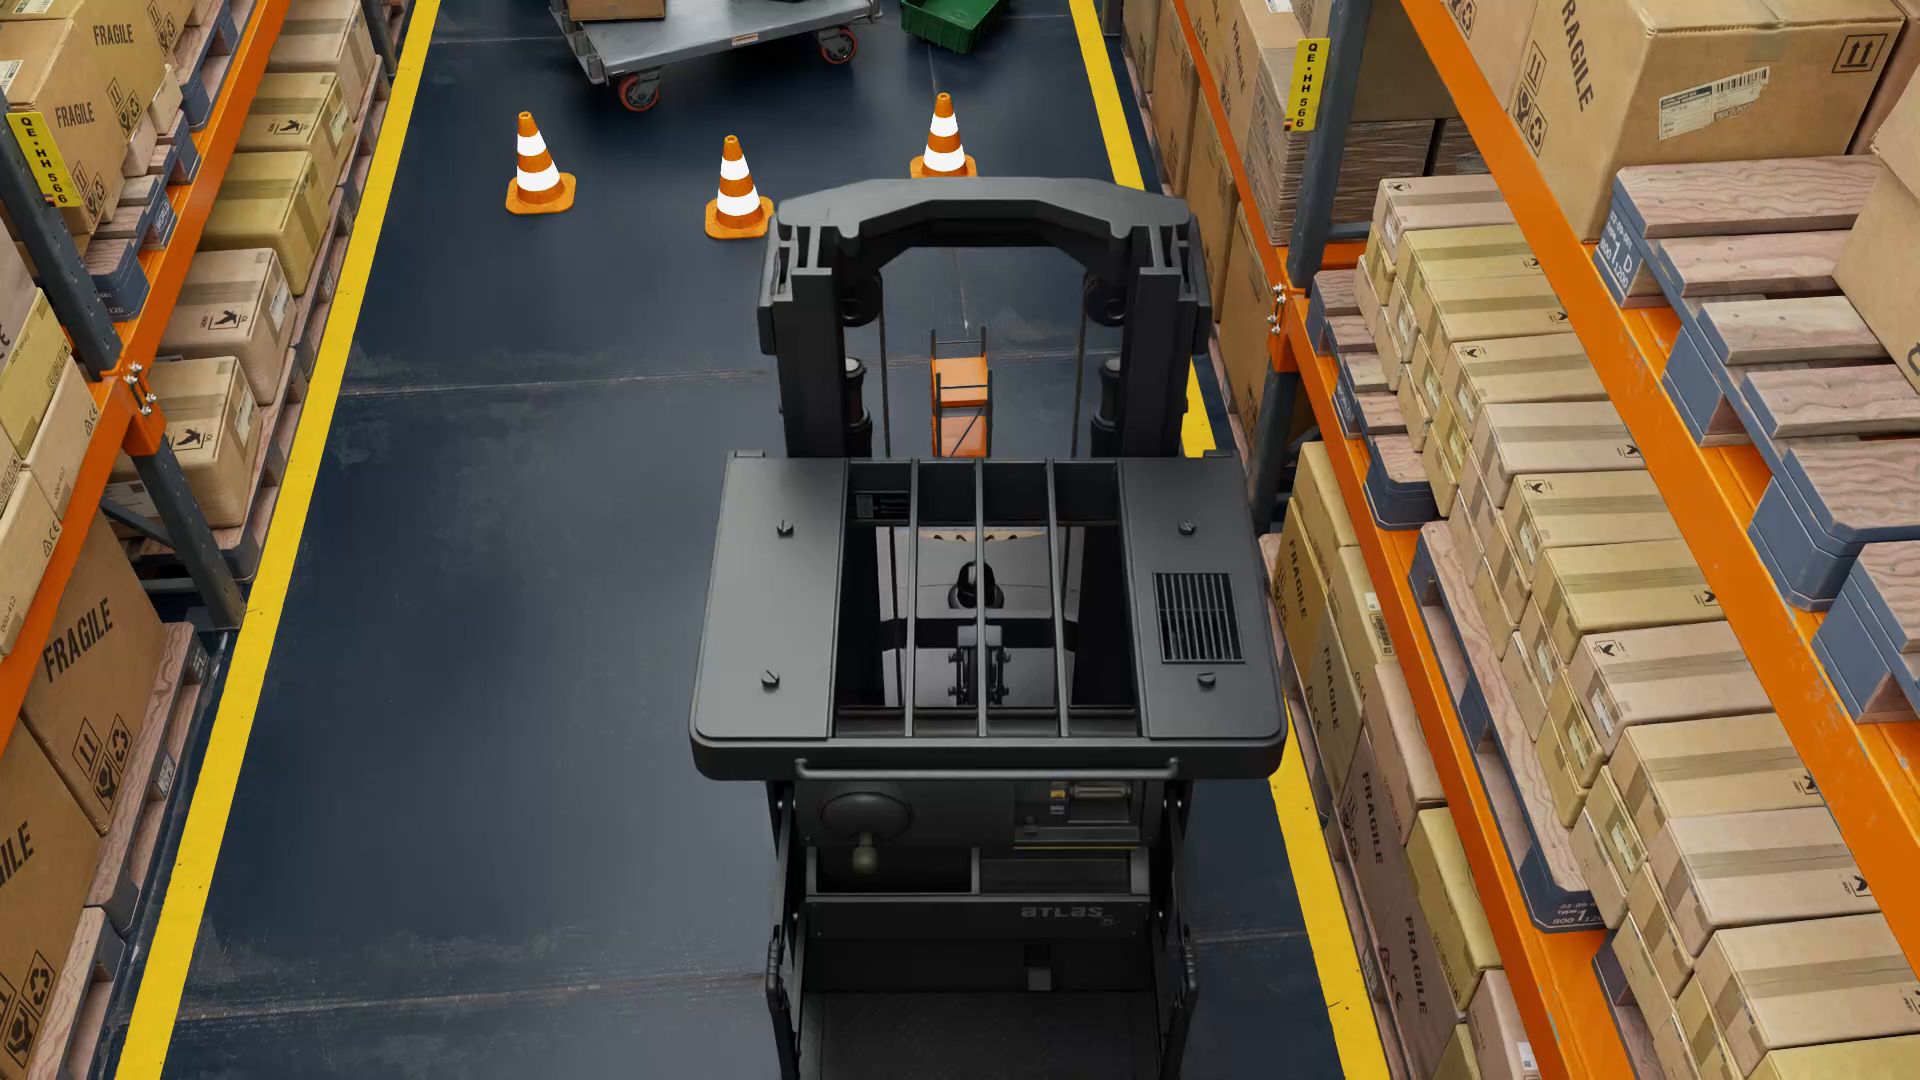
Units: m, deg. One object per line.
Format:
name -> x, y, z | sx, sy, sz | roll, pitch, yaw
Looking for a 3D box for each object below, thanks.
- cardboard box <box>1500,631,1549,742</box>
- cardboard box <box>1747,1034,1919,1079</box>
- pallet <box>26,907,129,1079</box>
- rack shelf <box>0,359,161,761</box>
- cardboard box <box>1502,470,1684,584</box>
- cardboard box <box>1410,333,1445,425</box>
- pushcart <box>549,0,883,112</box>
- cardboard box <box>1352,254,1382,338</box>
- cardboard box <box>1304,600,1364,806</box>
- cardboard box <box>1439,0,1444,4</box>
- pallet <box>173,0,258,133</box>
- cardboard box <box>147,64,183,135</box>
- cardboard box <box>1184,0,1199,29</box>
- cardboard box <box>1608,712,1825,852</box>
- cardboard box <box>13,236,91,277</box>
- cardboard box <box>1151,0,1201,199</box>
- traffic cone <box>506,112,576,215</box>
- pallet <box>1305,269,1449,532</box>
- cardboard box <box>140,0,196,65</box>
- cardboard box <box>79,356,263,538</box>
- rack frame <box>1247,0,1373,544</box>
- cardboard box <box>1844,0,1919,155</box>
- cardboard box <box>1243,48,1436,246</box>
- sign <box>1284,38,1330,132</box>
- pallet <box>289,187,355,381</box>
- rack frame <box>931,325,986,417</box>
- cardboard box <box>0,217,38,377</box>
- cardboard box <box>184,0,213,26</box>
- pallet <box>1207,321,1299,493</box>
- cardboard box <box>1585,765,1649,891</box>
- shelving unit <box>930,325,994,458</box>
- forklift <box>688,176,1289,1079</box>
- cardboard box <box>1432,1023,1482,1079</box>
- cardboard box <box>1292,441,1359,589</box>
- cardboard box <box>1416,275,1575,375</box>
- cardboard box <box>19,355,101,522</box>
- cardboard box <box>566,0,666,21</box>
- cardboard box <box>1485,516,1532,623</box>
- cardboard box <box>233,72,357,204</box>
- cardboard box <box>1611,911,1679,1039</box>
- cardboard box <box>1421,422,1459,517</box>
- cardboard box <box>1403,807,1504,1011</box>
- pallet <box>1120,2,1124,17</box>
cardboard box -> 1.615, 0.356, 4.231 | 0.380, 0.149, 0.250 | -5, 47, -5
cardboard box -> 1.728, 1.089, 3.127 | 0.380, 0.149, 0.250 | -5, 47, -4
pallet -> -3.189, 1.719, 4.977 | 1.003, 0.211, 1.213 | -3, 47, -3
rack shelf -> -3.112, 0.999, 4.234 | 1.077, 0.370, 4.000 | -3, 47, -3
cardboard box -> 1.602, -0.035, 4.192 | 0.380, 0.149, 0.250 | -2, 47, -2
cardboard box -> 1.536, -0.479, 4.817 | 0.380, 0.149, 0.250 | -5, 47, -5
pushcart -> -1.346, -2.863, 9.201 | 1.648, 0.377, 0.936 | -19, 49, -17
cardboard box -> 1.481, -0.792, 5.318 | 0.380, 0.149, 0.250 | -4, 47, -4
cardboard box -> 1.495, 0.536, 5.609 | 0.500, 0.500, 0.500 | -3, 47, -3
cardboard box -> 1.427, -1.706, 4.165 | 0.500, 0.500, 0.500 | -3, 47, -3
pallet -> -3.486, -2.060, 6.767 | 1.003, 0.211, 1.213 | -3, 47, -3
cardboard box -> -3.091, -1.608, 6.091 | 0.380, 0.149, 0.250 | -3, 47, -3
cardboard box -> 1.210, -2.507, 6.989 | 0.500, 0.500, 0.500 | -3, 47, -3
cardboard box -> 1.669, 0.534, 3.653 | 0.380, 0.149, 0.250 | -5, 47, -5
cardboard box -> -3.121, -1.000, 5.515 | 0.380, 0.149, 0.250 | -6, 47, -6
cardboard box -> 1.529, -2.193, 8.021 | 1.050, 0.750, 0.750 | -3, 47, -3
traffic cone -> -2.115, -1.905, 8.236 | 0.336, 0.463, 0.334 | -3, 47, -3
pallet -> 1.811, -0.495, 5.285 | 1.213, 0.211, 1.003 | -3, 47, -3
cardboard box -> -3.188, -2.077, 6.088 | 0.500, 0.500, 0.500 | -3, 47, -3
cardboard box -> -3.317, -0.346, 6.532 | 0.950, 0.372, 0.625 | -6, 47, -6
rack frame -> 1.645, -1.070, 5.697 | 1.000, 3.000, 0.127 | -3, 47, -3
cardboard box -> 2.038, -1.015, 3.510 | 0.500, 0.500, 0.500 | -3, 47, -3
cardboard box -> 1.340, -1.414, 5.954 | 0.500, 0.500, 0.500 | -3, 47, -3
sign -> 1.092, -1.432, 5.243 | 0.100, 0.325, 0.005 | -3, 47, -3
pallet -> -3.442, -1.183, 7.725 | 1.003, 0.211, 1.213 | -3, 47, -3
rack frame -> -0.006, -0.411, 6.416 | 0.200, 1.050, 0.008 | -3, 47, -3
cardboard box -> -2.975, -0.716, 4.604 | 0.500, 0.500, 0.500 | -5, 47, -4
cardboard box -> -3.208, -2.173, 6.625 | 0.380, 0.149, 0.250 | -2, 47, -2
pallet -> 1.654, -0.686, 7.254 | 1.003, 0.211, 1.213 | -3, 47, -3
cardboard box -> 1.661, 0.632, 3.764 | 0.380, 0.149, 0.250 | -6, 47, -5
shelving unit -> 0.004, -0.322, 6.332 | 0.215, 1.050, 0.252 | -3, 47, -3
forklift -> 0.051, 0.738, 4.032 | 1.130, 2.935, 3.031 | 0, 47, 0
cardboard box -> 1.624, 1.648, 4.556 | 0.500, 0.500, 0.500 | -4, 47, -4
cardboard box -> 1.461, -0.099, 5.694 | 0.500, 0.250, 0.500 | -5, 47, -5
cardboard box -> 1.532, -0.614, 4.740 | 0.380, 0.149, 0.250 | -4, 47, -4
cardboard box -> -2.978, -0.294, 5.066 | 0.500, 0.250, 0.500 | -5, 47, -5
cardboard box -> -1.843, -3.121, 8.840 | 0.500, 0.500, 0.500 | -3, 47, -3
cardboard box -> 1.594, 0.064, 4.303 | 0.380, 0.149, 0.250 | -4, 47, -4
cardboard box -> -3.504, -1.931, 8.034 | 0.950, 0.372, 0.625 | -1, 47, -1
cardboard box -> 1.687, 0.941, 3.676 | 0.380, 0.149, 0.250 | -6, 47, -5
cardboard box -> 1.551, -0.207, 4.764 | 0.380, 0.149, 0.250 | -2, 47, -1
cardboard box -> 1.577, 1.004, 4.649 | 0.500, 0.250, 0.500 | -5, 47, -5
pallet -> 1.324, -3.560, 9.976 | 1.003, 0.211, 1.213 | -3, 47, -3
